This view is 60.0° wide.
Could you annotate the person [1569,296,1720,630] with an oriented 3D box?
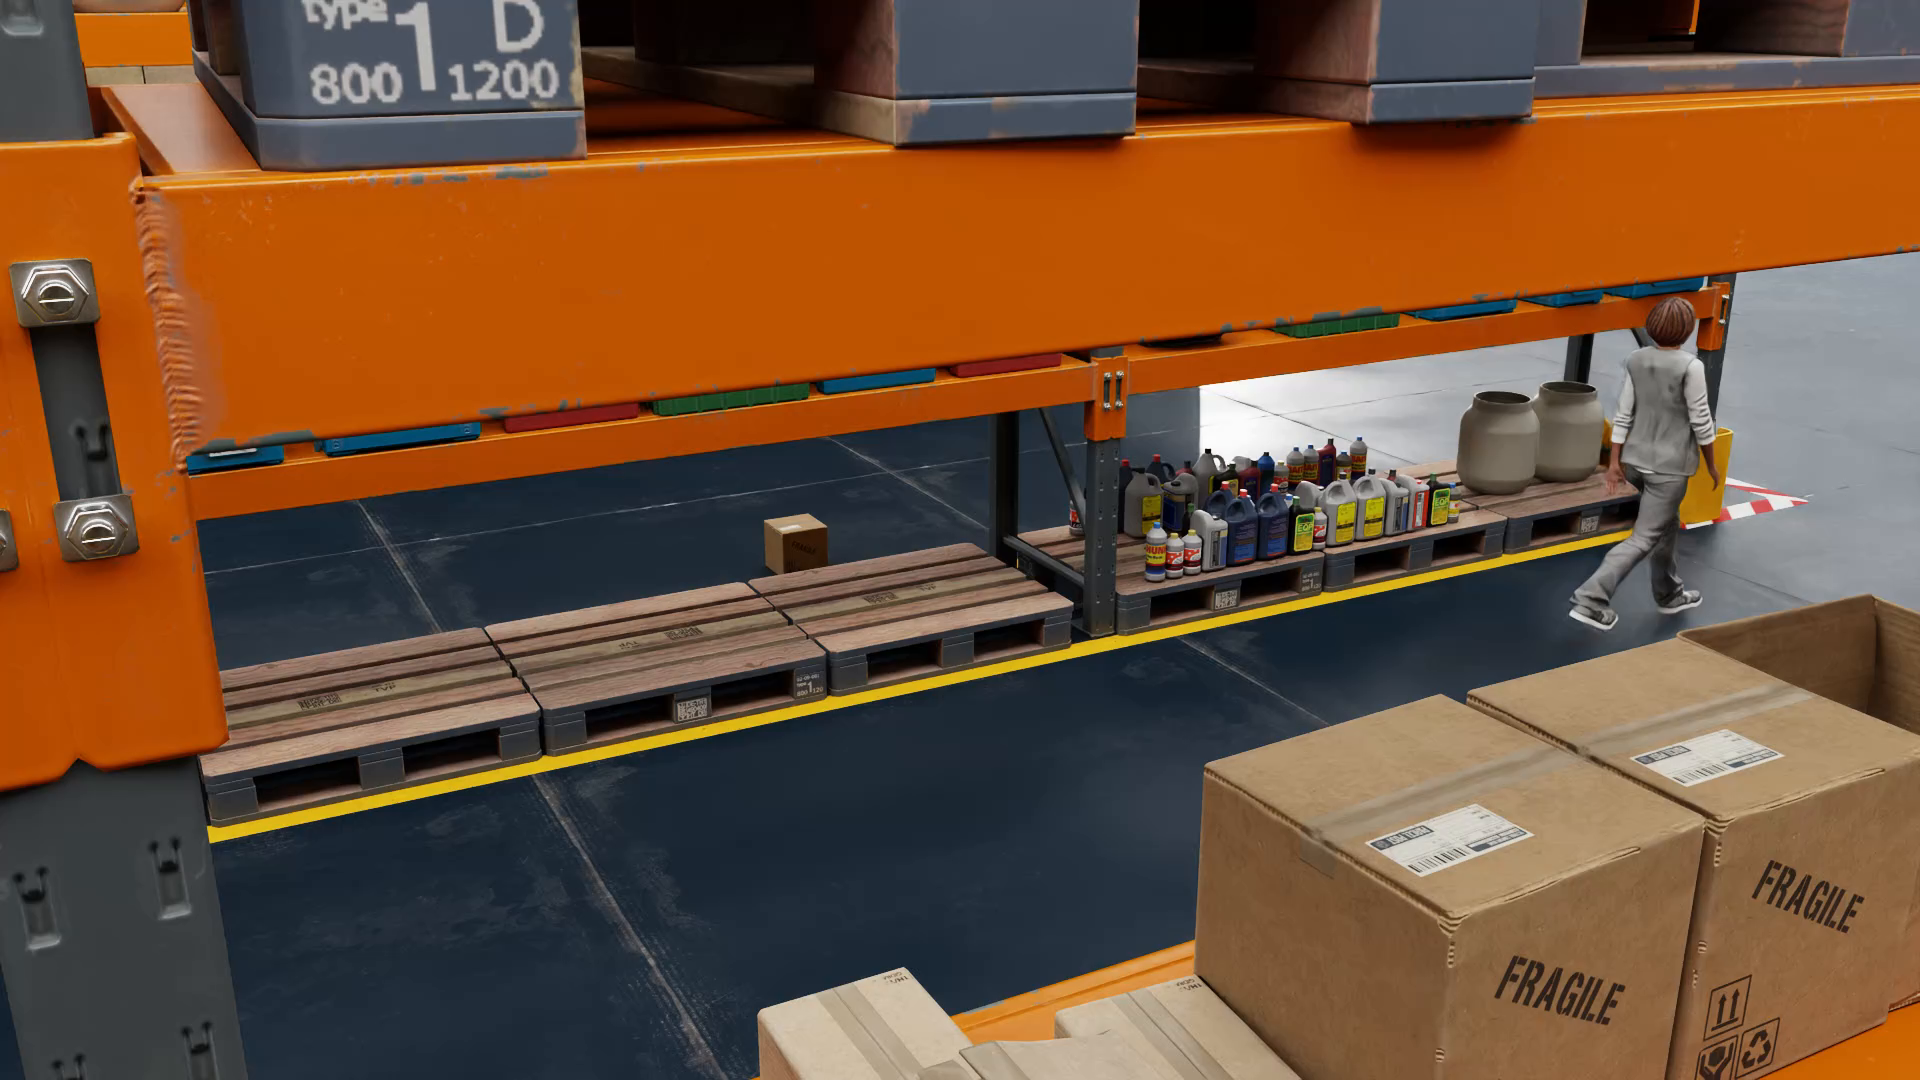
[{"bbox_3d":[3.183,-0.340,7.563,0.929,1.543,0.412,-9,21,-24],"label":"person"}]
